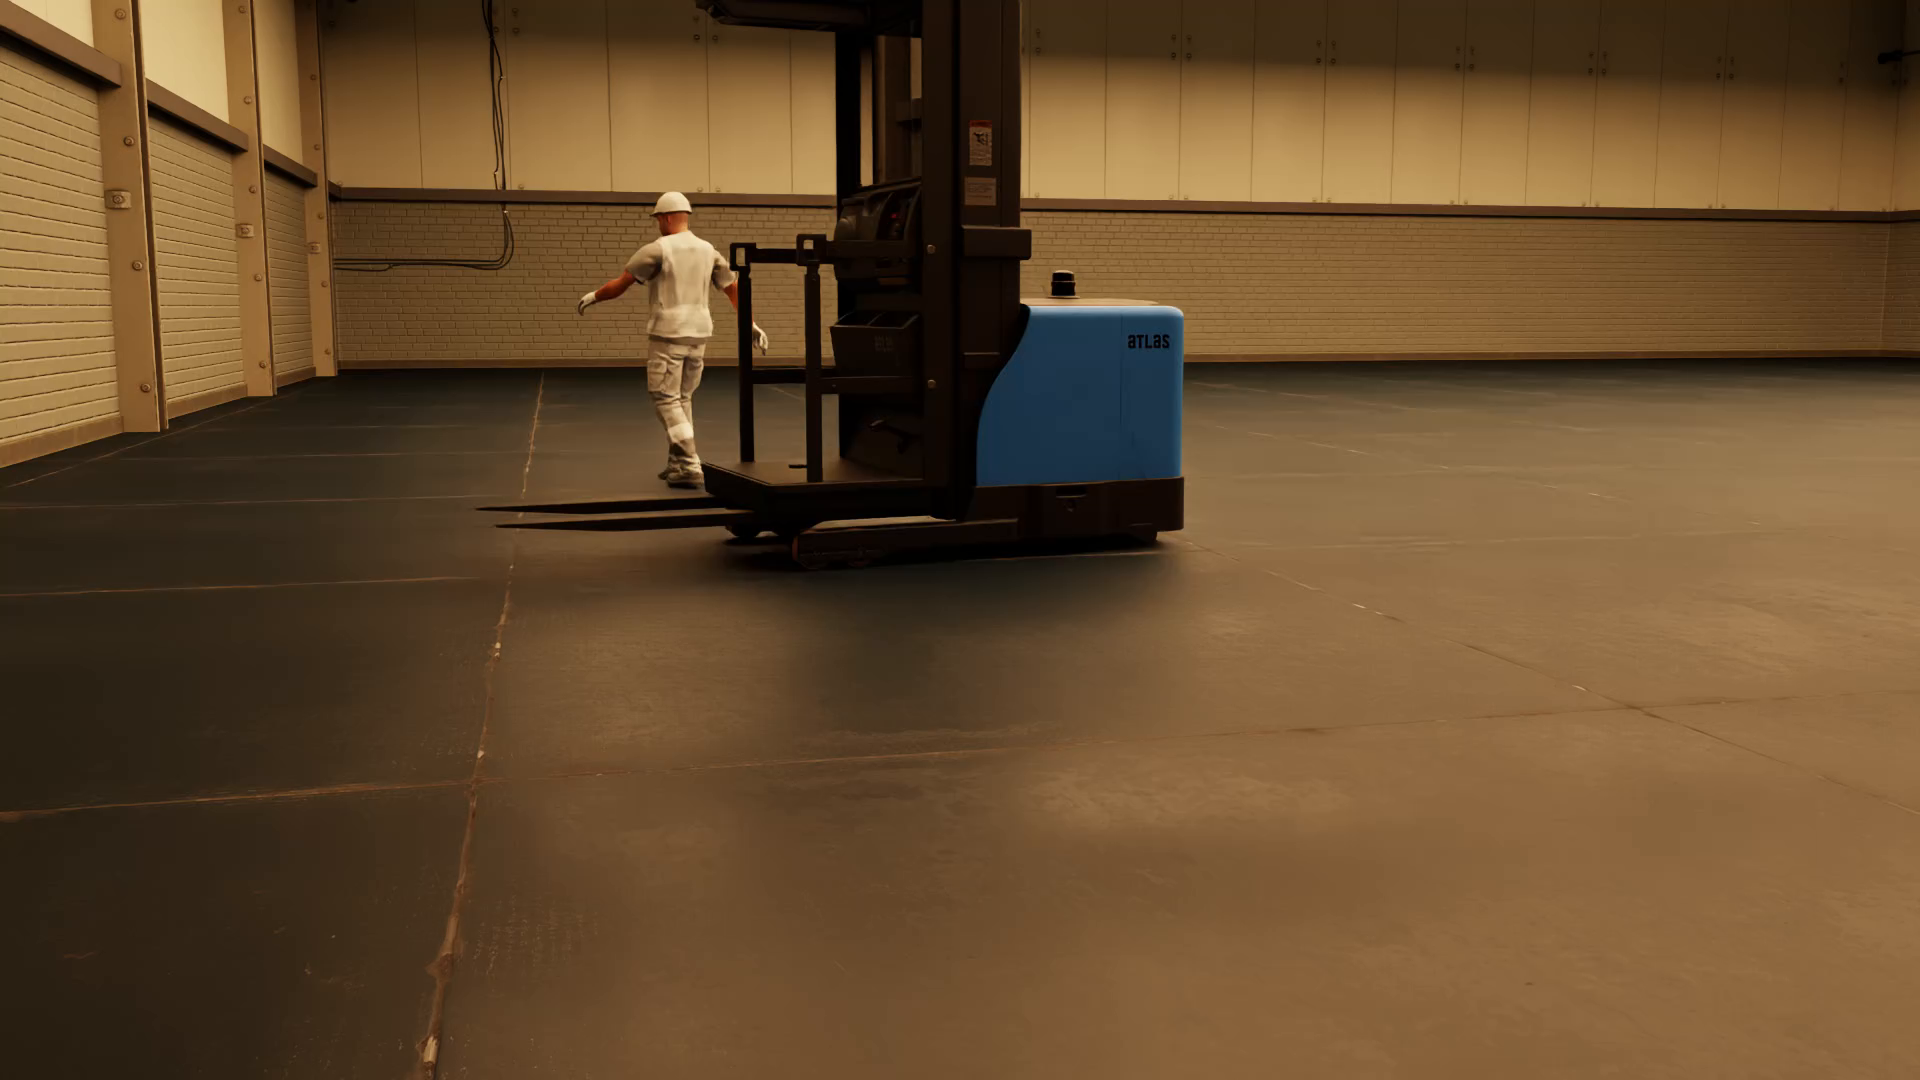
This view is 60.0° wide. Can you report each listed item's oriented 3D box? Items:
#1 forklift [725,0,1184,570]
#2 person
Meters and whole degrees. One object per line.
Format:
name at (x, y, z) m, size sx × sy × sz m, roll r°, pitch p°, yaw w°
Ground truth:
forklift at (-0.548, -1.411, 7.214) m, size 3.031 × 2.935 × 1.130 m, roll -3°, pitch 9°, yaw -23°
person at (-1.719, -1.250, 10.114) m, size 1.001 × 1.696 × 0.751 m, roll -7°, pitch 11°, yaw -43°
